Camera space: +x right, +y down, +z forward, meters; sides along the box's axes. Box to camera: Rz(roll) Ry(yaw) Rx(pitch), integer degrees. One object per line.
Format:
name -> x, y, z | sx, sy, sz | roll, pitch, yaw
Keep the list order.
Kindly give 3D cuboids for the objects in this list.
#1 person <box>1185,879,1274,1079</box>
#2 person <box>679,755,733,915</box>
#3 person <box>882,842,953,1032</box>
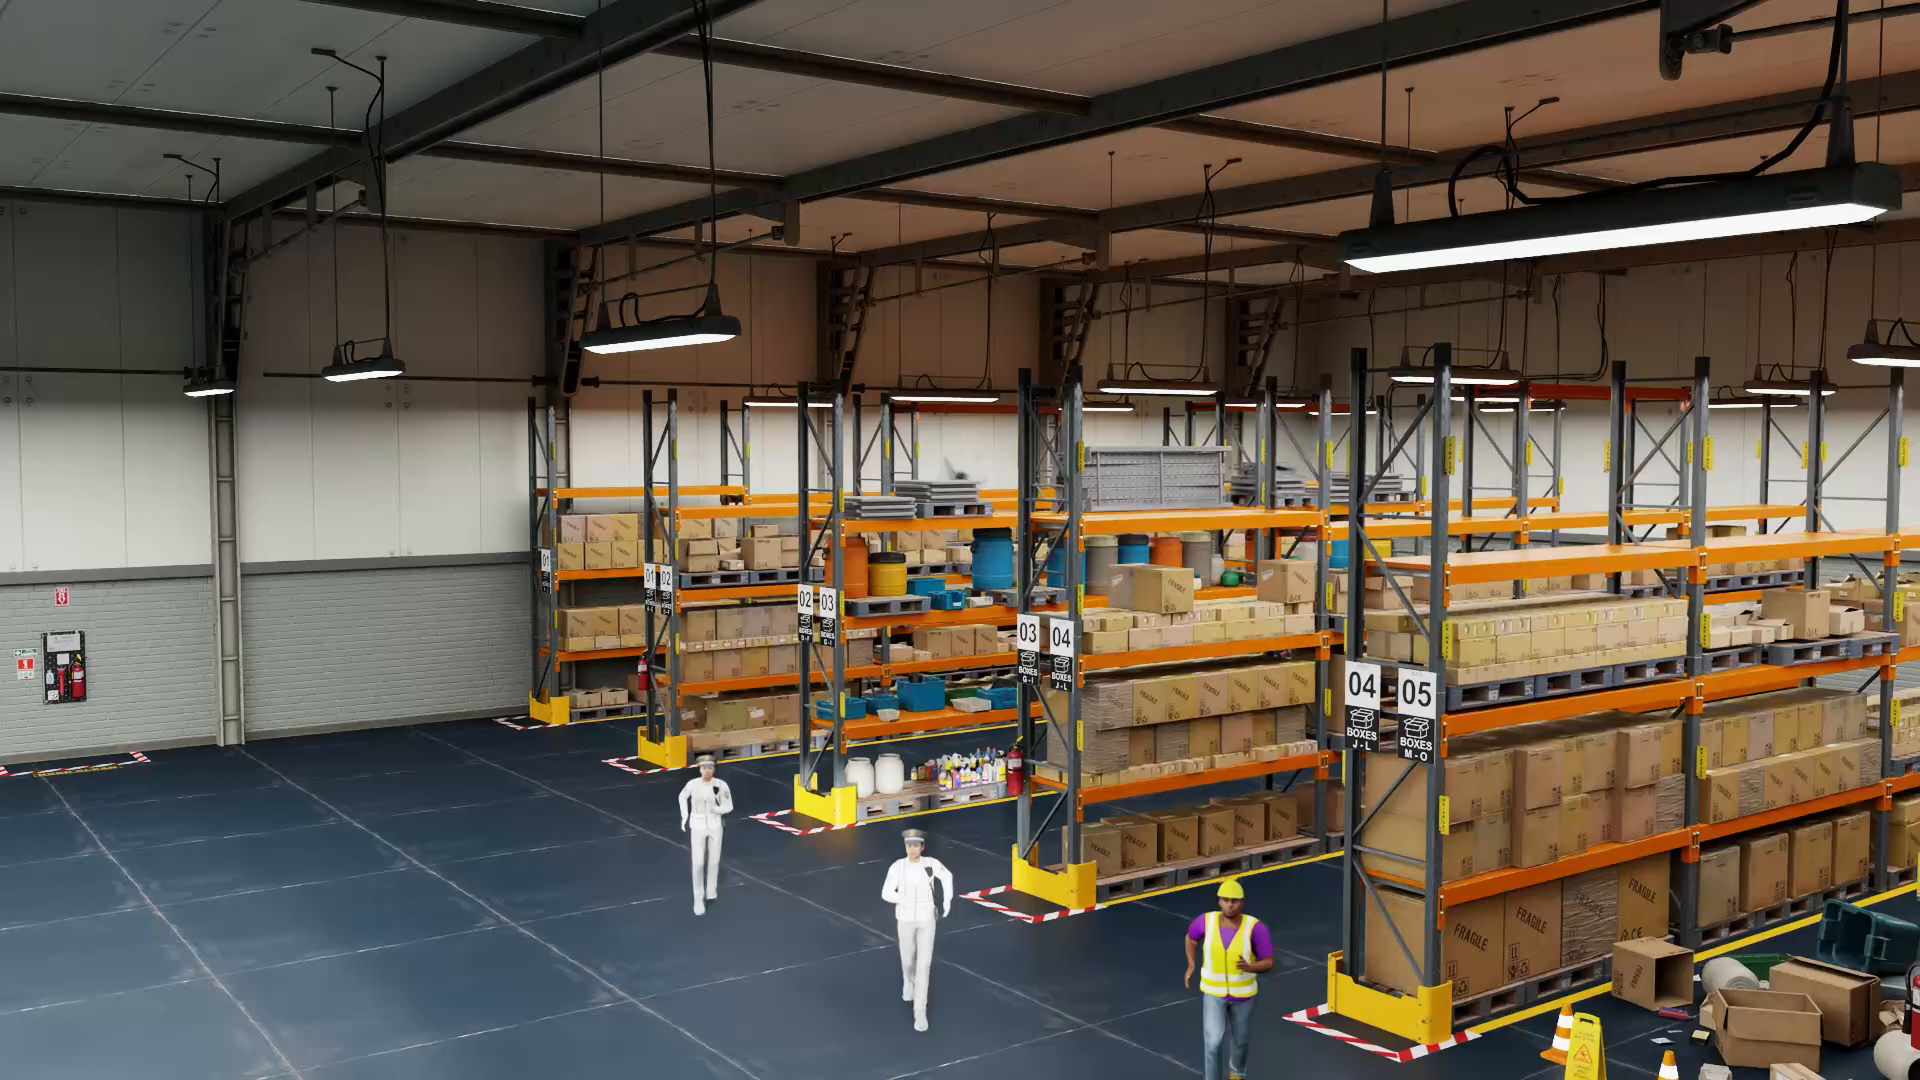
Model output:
person -> 2.068, 3.514, 12.798 | 0.676, 1.821, 0.820 | 1, 3, 9
person -> -2.804, 3.234, 18.399 | 0.577, 1.752, 0.724 | -1, 3, -11
person -> -0.396, 3.445, 14.907 | 0.607, 1.610, 0.997 | 0, 3, 3
